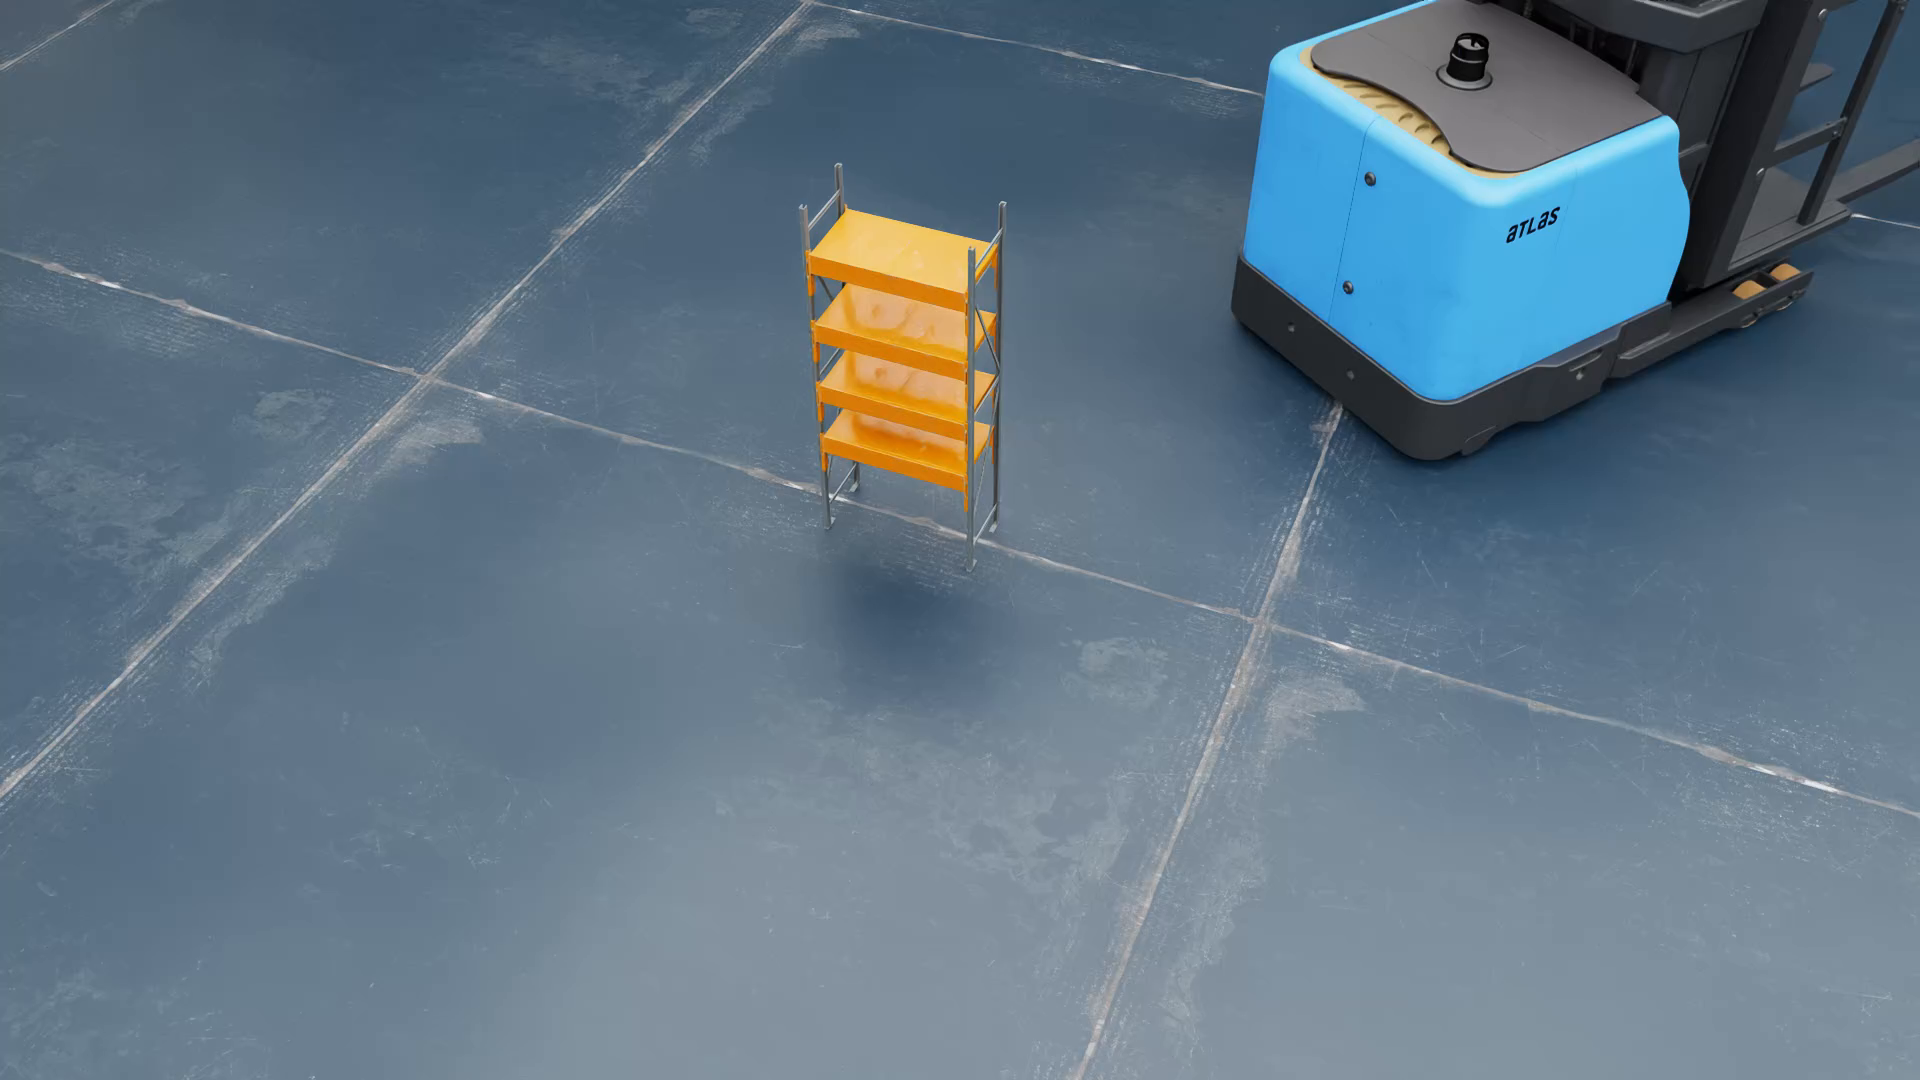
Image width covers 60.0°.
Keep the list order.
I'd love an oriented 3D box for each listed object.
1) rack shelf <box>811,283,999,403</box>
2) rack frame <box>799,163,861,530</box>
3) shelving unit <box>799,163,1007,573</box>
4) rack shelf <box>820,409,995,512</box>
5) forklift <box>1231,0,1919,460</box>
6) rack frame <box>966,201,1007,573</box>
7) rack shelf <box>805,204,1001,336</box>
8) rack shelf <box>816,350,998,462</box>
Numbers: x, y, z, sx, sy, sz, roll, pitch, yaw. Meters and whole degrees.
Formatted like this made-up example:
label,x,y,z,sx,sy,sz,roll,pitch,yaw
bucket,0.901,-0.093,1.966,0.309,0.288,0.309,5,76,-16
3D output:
label,x,y,z,sx,sy,sz,roll,pitch,yaw
rack shelf,-0.153,-0.581,4.762,0.480,0.148,0.258,16,47,16
rack frame,-0.378,-0.537,4.939,0.015,1.200,0.240,16,47,16
shelving unit,-0.153,-0.470,4.872,0.503,1.200,0.258,16,47,16
rack shelf,-0.153,-0.282,5.059,0.480,0.148,0.258,16,47,16
forklift,2.495,-2.100,5.283,3.031,2.935,1.130,-24,50,-22
rack frame,0.072,-0.404,4.805,0.015,1.200,0.240,16,47,16
rack shelf,-0.153,-0.749,4.595,0.480,0.148,0.258,16,47,16
rack shelf,-0.153,-0.423,4.919,0.480,0.148,0.258,16,47,16
